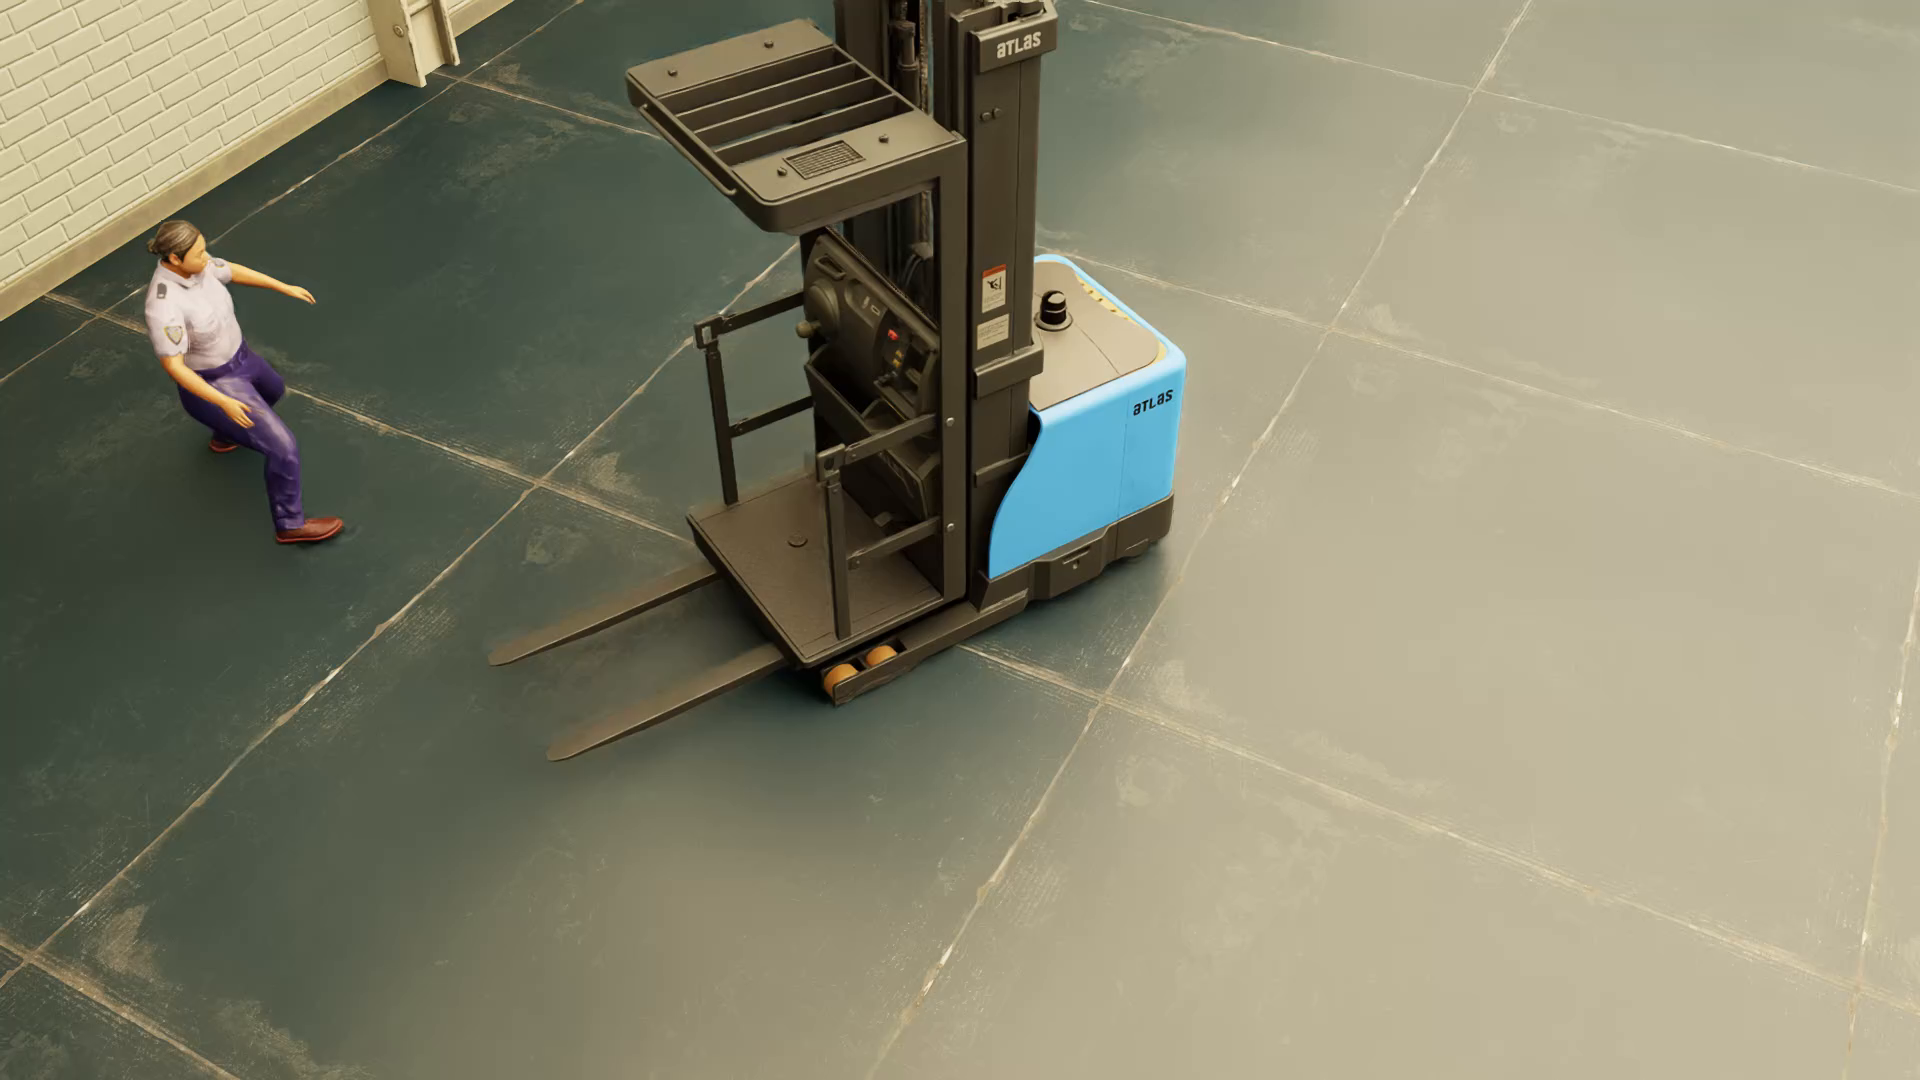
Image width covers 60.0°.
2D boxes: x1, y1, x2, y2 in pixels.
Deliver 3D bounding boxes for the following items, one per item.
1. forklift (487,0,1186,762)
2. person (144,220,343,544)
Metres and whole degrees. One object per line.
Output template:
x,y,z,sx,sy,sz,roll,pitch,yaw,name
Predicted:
-0.532,-0.793,6.496,3.031,2.935,1.130,-24,48,-24,forklift
-3.302,-0.796,7.586,0.824,1.525,0.939,0,43,0,person
